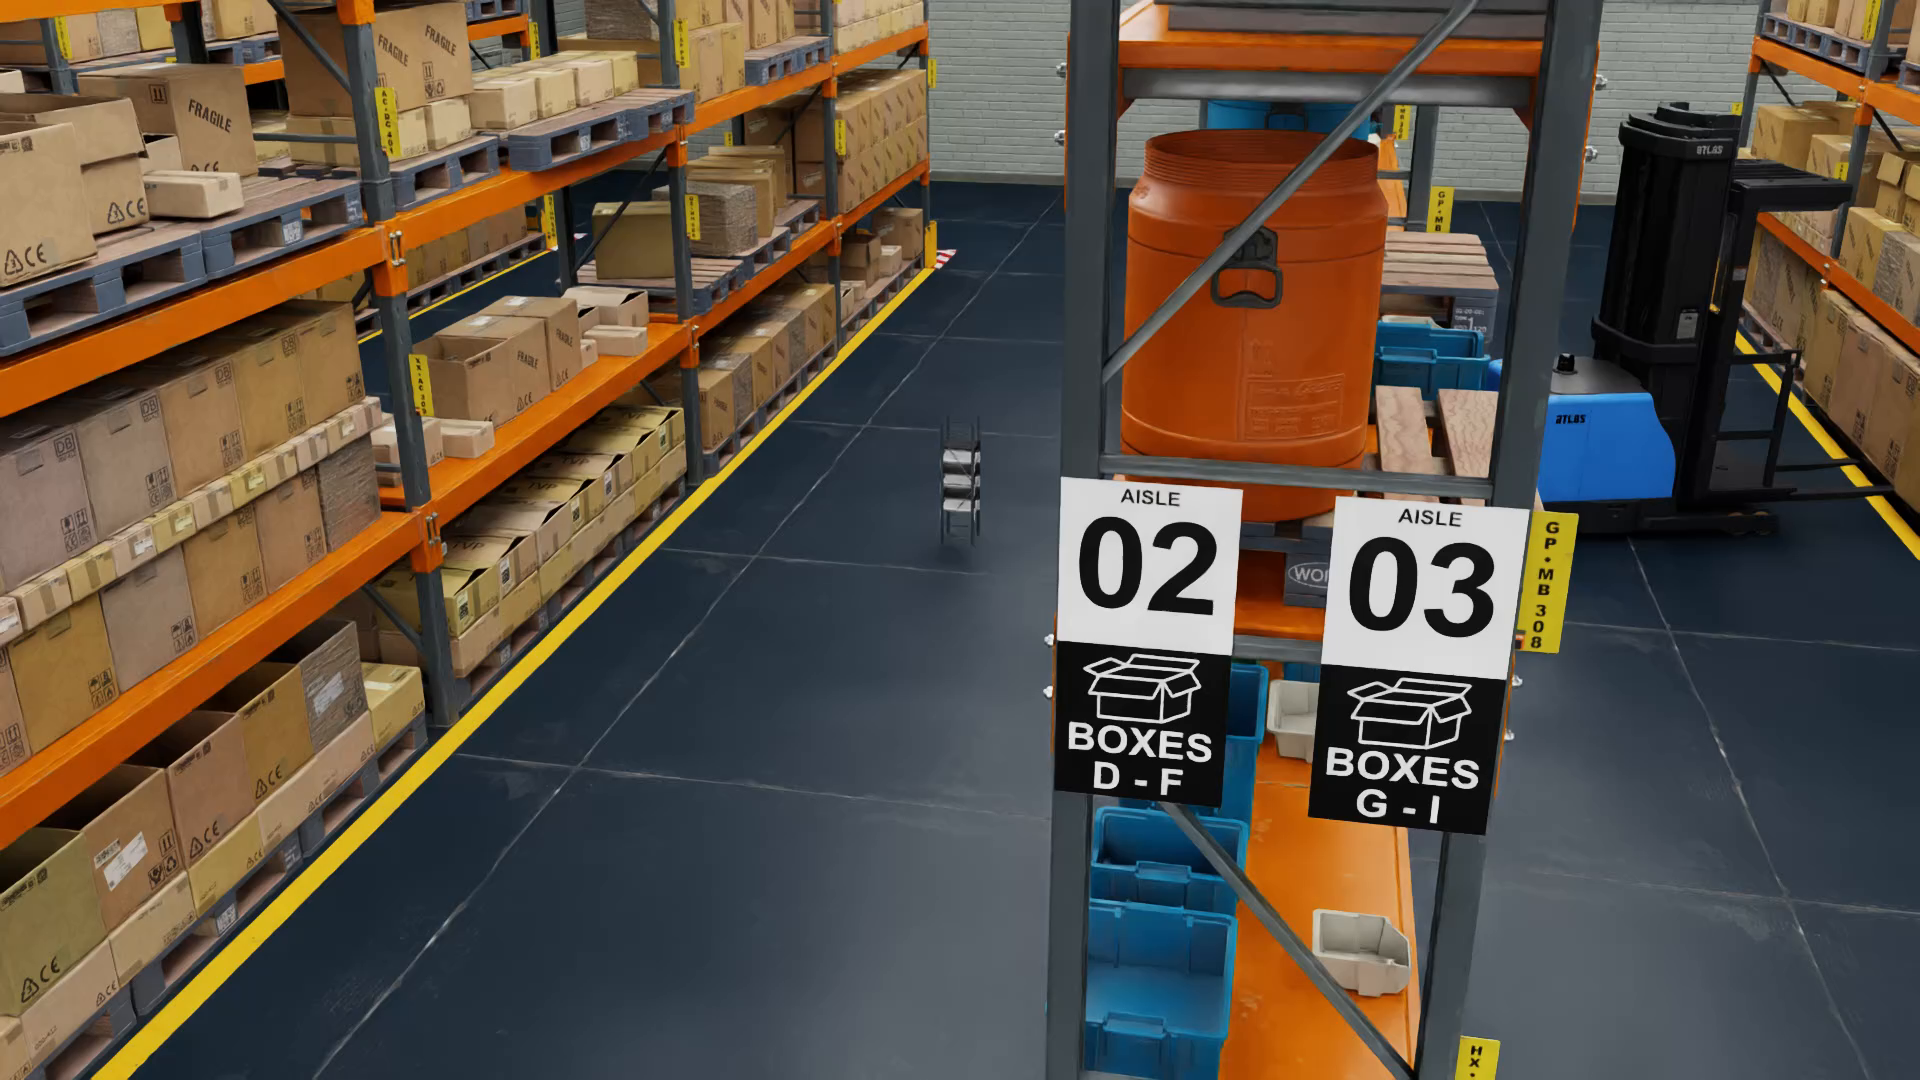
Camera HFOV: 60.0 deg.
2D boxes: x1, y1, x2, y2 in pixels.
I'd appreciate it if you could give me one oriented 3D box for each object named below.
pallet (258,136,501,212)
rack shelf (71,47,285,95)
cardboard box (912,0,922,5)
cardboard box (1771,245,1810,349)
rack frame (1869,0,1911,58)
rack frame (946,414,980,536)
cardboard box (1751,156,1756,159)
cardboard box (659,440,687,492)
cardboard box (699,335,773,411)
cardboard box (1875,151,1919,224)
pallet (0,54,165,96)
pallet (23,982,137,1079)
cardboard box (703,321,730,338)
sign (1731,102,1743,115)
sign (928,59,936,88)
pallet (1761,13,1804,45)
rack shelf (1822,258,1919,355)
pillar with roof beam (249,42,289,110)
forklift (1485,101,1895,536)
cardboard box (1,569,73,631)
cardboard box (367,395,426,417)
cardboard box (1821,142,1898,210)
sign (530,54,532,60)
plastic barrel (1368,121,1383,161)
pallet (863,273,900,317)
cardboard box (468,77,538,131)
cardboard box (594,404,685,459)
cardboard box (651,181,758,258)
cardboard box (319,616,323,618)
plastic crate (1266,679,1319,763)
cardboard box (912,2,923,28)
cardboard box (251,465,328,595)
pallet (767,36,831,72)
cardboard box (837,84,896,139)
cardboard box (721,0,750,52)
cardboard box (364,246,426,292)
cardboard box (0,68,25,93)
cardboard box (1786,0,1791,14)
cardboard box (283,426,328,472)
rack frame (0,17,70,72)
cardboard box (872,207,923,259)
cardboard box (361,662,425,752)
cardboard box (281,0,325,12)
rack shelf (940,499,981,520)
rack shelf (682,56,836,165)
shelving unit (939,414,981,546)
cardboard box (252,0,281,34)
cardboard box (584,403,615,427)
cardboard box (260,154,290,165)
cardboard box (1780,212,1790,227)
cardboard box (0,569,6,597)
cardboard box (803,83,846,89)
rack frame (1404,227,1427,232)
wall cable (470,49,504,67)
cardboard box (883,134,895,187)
[{"bbox_3d":[-3.144,-2.024,9.104,0.805,0.209,1.217,4,22,9],"label":"pallet"},{"bbox_3d":[-6.938,-4.026,14.782,1.077,0.370,4.000,4,22,11],"label":"rack shelf"},{"bbox_3d":[-0.718,-6.132,18.581,0.500,0.250,0.500,4,22,11],"label":"cardboard box"},{"bbox_3d":[8.414,-2.340,15.931,0.875,0.875,0.875,4,22,11],"label":"cardboard box"},{"bbox_3d":[8.018,-5.349,13.090,1.000,3.000,0.127,4,22,11],"label":"rack frame"},{"bbox_3d":[0.022,-0.458,11.785,0.240,0.900,0.006,4,22,11],"label":"rack frame"},{"bbox_3d":[8.372,-3.752,16.958,0.500,0.250,0.500,4,22,10],"label":"cardboard box"},{"bbox_3d":[-2.364,-0.569,12.369,0.500,0.250,0.500,5,22,12],"label":"cardboard box"},{"bbox_3d":[-1.914,-1.424,14.132,0.500,0.500,0.500,4,22,10],"label":"cardboard box"},{"bbox_3d":[7.896,-2.844,13.423,0.797,0.503,0.637,4,22,10],"label":"cardboard box"},{"bbox_3d":[-7.266,-3.780,13.461,1.213,0.211,1.003,6,23,13],"label":"pallet"},{"bbox_3d":[-4.013,2.076,6.416,1.003,0.211,1.213,4,22,11],"label":"pallet"},{"bbox_3d":[-2.328,-1.646,14.683,0.500,0.500,0.500,4,22,9],"label":"cardboard box"},{"bbox_3d":[8.292,-4.512,17.777,0.100,0.325,0.005,4,22,11],"label":"sign"},{"bbox_3d":[-0.324,-5.420,19.323,0.100,0.325,0.005,4,22,11],"label":"sign"},{"bbox_3d":[8.693,-5.108,16.624,1.003,0.211,1.213,4,22,11],"label":"pallet"},{"bbox_3d":[7.610,-1.501,12.529,1.077,0.370,4.000,4,22,11],"label":"rack shelf"},{"bbox_3d":[-3.019,-6.476,15.888,9.100,9.000,0.400,4,22,11],"label":"pillar with roof beam"},{"bbox_3d":[5.433,-1.584,11.863,3.031,2.935,1.130,-2,22,-6],"label":"forklift"},{"bbox_3d":[-3.628,0.214,6.306,0.380,0.149,0.250,4,22,9],"label":"cardboard box"},{"bbox_3d":[-3.312,-0.671,9.683,0.396,0.266,0.258,4,22,10],"label":"cardboard box"},{"bbox_3d":[7.850,-3.171,14.512,0.500,0.500,0.500,5,22,12],"label":"cardboard box"},{"bbox_3d":[-5.185,-5.763,20.280,0.100,0.325,0.005,4,22,11],"label":"sign"},{"bbox_3d":[2.322,-2.326,9.783,0.301,0.262,0.301,0,22,0],"label":"plastic barrel"},{"bbox_3d":[-1.291,-2.728,18.345,1.003,0.211,1.213,4,22,11],"label":"pallet"},{"bbox_3d":[-2.862,-2.609,9.939,0.500,0.250,0.500,3,22,6],"label":"cardboard box"},{"bbox_3d":[-2.361,-0.829,12.265,0.500,0.311,0.500,5,22,12],"label":"cardboard box"},{"bbox_3d":[-2.104,-2.660,13.748,0.700,0.500,0.500,9,24,21],"label":"cardboard box"},{"bbox_3d":[-3.713,0.481,8.758,0.500,0.500,0.500,4,22,11],"label":"cardboard box"},{"bbox_3d":[1.453,0.717,6.411,0.530,0.136,0.437,4,22,11],"label":"plastic crate"},{"bbox_3d":[-0.710,-5.900,18.673,0.500,0.250,0.500,4,22,11],"label":"cardboard box"},{"bbox_3d":[-3.497,-0.088,7.922,0.700,0.500,0.500,4,22,10],"label":"cardboard box"},{"bbox_3d":[-1.881,-4.394,14.985,1.213,0.211,1.003,4,22,11],"label":"pallet"},{"bbox_3d":[-0.993,-4.550,17.663,0.500,0.500,0.500,5,23,13],"label":"cardboard box"},{"bbox_3d":[-2.124,-4.335,13.758,0.600,0.600,0.600,4,22,9],"label":"cardboard box"},{"bbox_3d":[-6.277,-3.000,18.072,0.700,0.500,0.500,5,22,12],"label":"cardboard box"},{"bbox_3d":[-7.228,-3.312,12.139,0.500,0.311,0.500,4,22,11],"label":"cardboard box"},{"bbox_3d":[8.780,-5.514,16.685,0.700,0.500,0.500,3,22,8],"label":"cardboard box"},{"bbox_3d":[-3.261,-0.443,7.935,0.380,0.149,0.250,4,22,9],"label":"cardboard box"},{"bbox_3d":[-7.346,-5.019,12.271,1.000,3.000,0.127,4,22,11],"label":"rack frame"},{"bbox_3d":[-0.733,-3.613,19.566,0.500,0.500,0.500,4,22,11],"label":"cardboard box"},{"bbox_3d":[-3.192,0.870,8.798,0.500,0.250,0.500,4,22,11],"label":"cardboard box"},{"bbox_3d":[-6.619,-5.530,17.060,0.500,0.250,0.500,5,22,11],"label":"cardboard box"},{"bbox_3d":[0.002,-0.223,11.773,0.258,0.077,0.200,4,22,11],"label":"rack shelf"},{"bbox_3d":[-2.087,-3.649,13.847,1.077,0.370,4.000,4,22,11],"label":"rack shelf"},{"bbox_3d":[0.002,-0.420,11.693,0.258,0.900,0.210,4,22,11],"label":"shelving unit"},{"bbox_3d":[-6.817,-5.028,15.584,0.700,0.500,0.500,3,22,8],"label":"cardboard box"},{"bbox_3d":[-2.890,-0.871,12.368,0.500,0.311,0.500,5,23,13],"label":"cardboard box"},{"bbox_3d":[-6.582,-3.335,15.559,0.500,0.500,0.500,4,22,11],"label":"cardboard box"},{"bbox_3d":[8.021,-3.057,15.764,0.380,0.149,0.250,4,22,10],"label":"cardboard box"},{"bbox_3d":[-3.907,0.036,5.880,0.700,0.500,0.500,4,22,10],"label":"cardboard box"},{"bbox_3d":[-1.521,-4.594,17.772,0.500,0.500,0.500,4,22,10],"label":"cardboard box"},{"bbox_3d":[1.537,-0.018,7.884,1.000,3.000,0.127,4,22,11],"label":"rack frame"},{"bbox_3d":[-6.378,-6.174,21.808,0.084,1.984,1.851,4,22,11],"label":"wall cable"},{"bbox_3d":[-1.001,-4.091,17.864,0.500,0.500,0.500,4,22,10],"label":"cardboard box"}]
